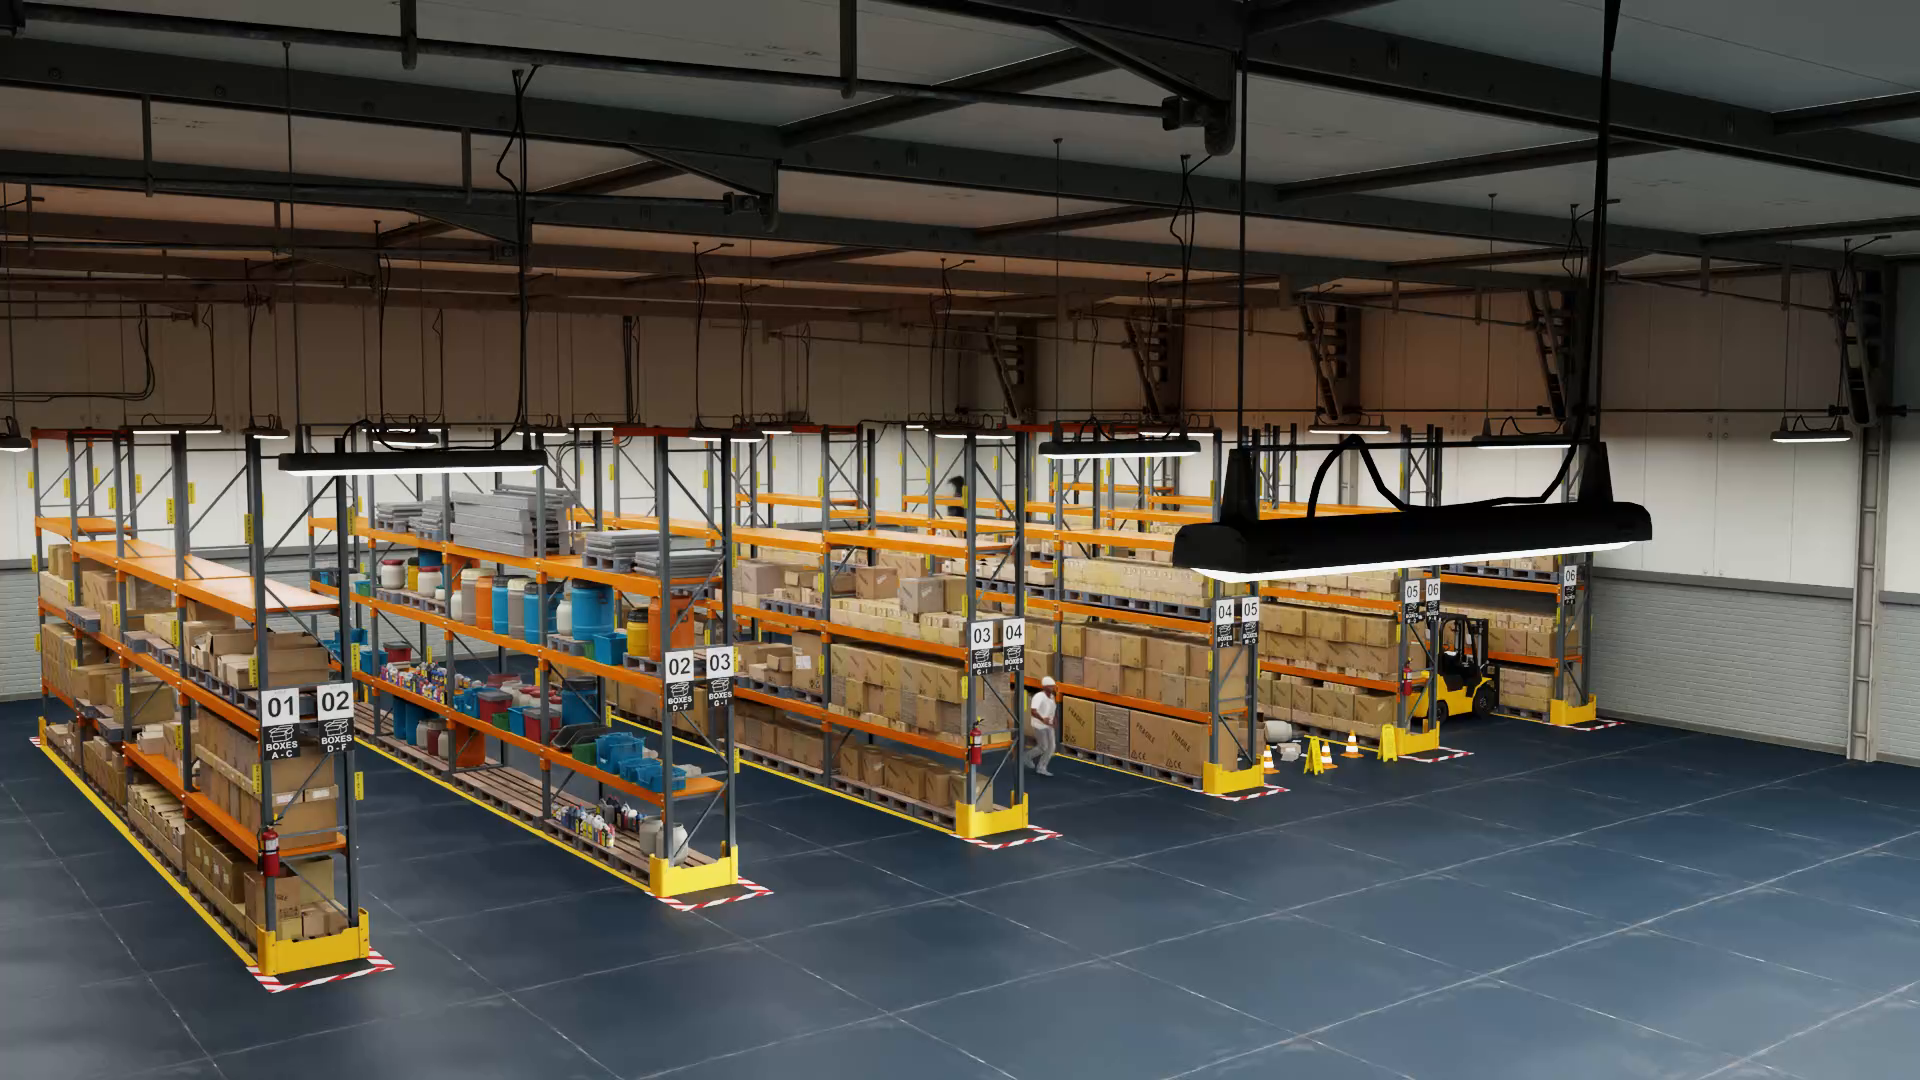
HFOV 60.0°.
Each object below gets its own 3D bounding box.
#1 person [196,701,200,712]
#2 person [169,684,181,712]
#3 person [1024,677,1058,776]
[{"bbox_3d":[-13.178,3.237,29.356,0.571,1.598,0.869,-4,6,-45],"label":"person"},{"bbox_3d":[-15.484,2.944,32.455,0.909,1.707,0.616,4,6,41],"label":"person"},{"bbox_3d":[1.362,3.216,28.856,0.693,1.722,0.685,3,6,38],"label":"person"}]
